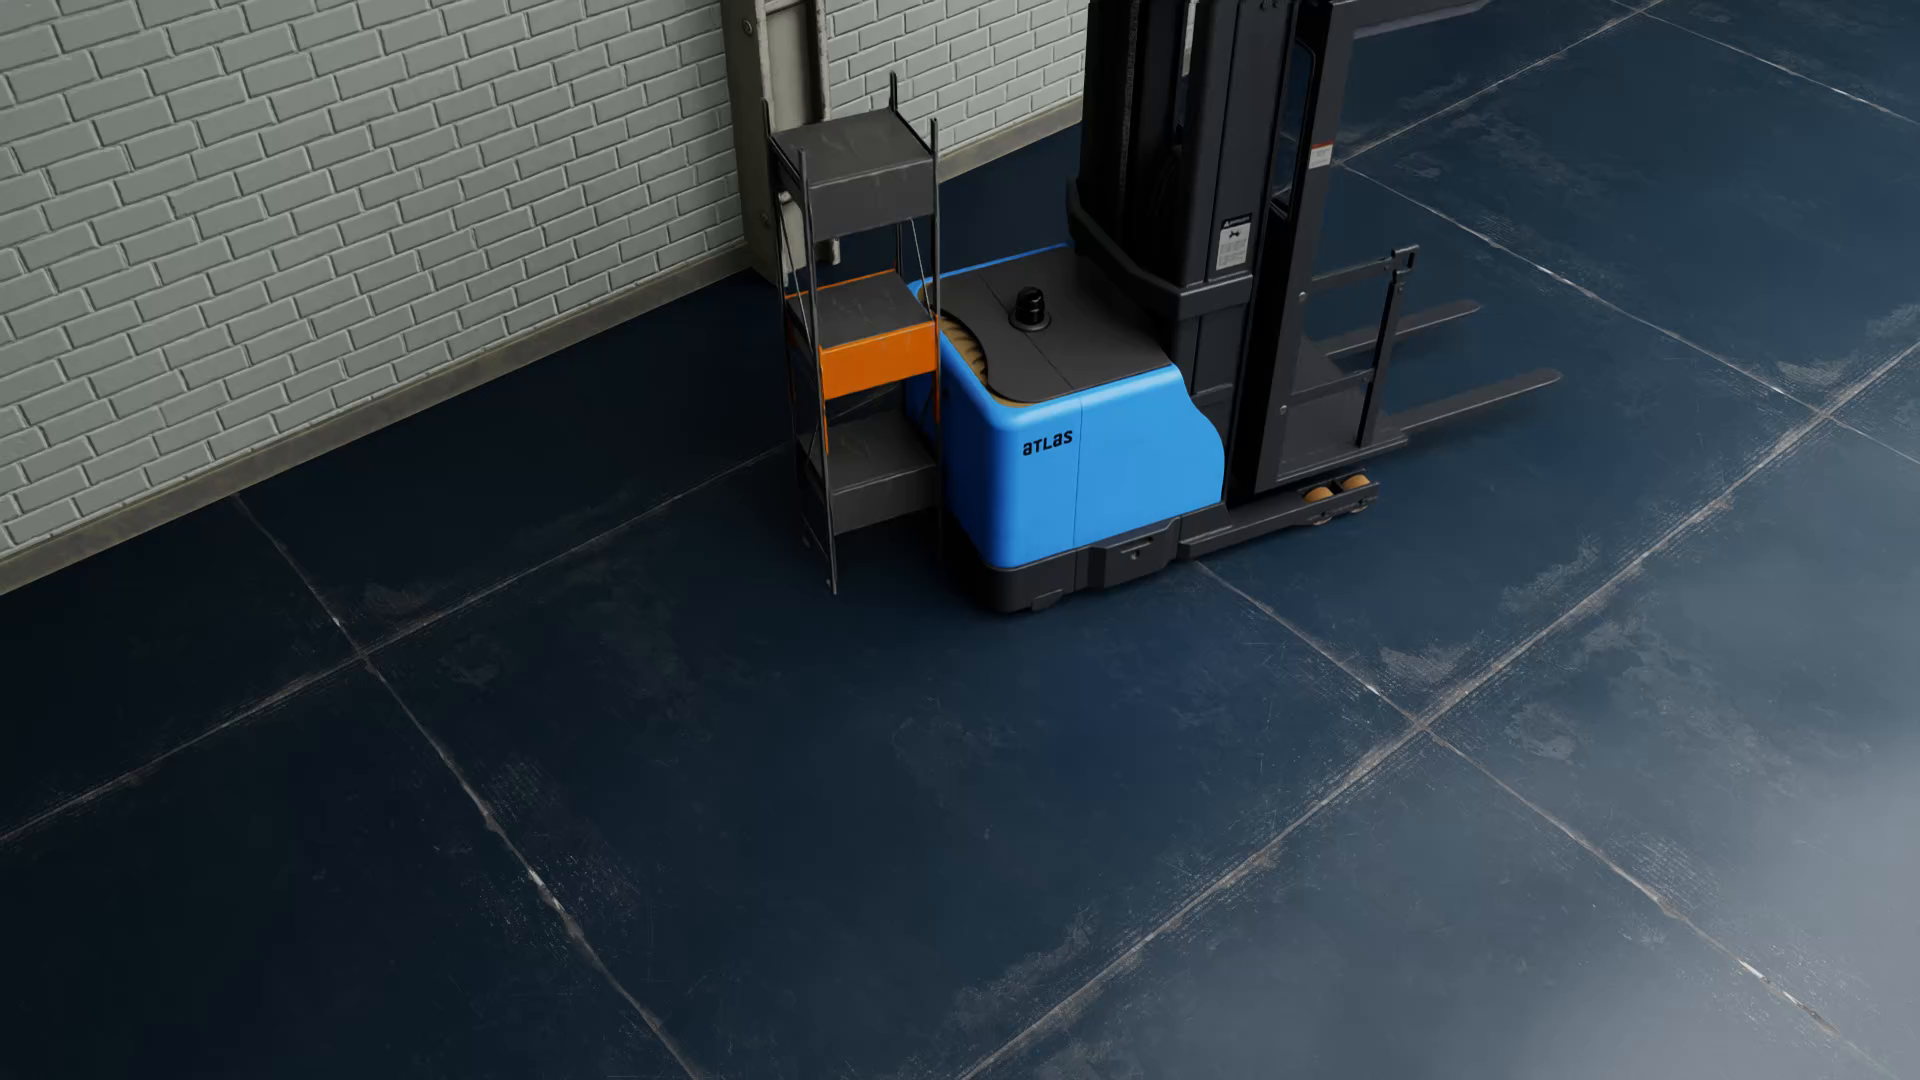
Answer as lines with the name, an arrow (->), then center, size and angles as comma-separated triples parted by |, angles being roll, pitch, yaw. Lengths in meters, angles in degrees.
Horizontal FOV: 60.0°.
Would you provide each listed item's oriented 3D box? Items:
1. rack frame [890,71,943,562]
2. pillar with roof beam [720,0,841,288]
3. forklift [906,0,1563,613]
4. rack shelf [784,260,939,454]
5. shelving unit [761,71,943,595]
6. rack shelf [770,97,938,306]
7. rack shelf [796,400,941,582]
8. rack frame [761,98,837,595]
rack frame -> -0.164, -0.796, 6.564 | 0.015, 2.100, 0.400 | -17, 46, -18
pillar with roof beam -> 1.881, -2.490, 3.328 | 0.400, 9.000, 9.100 | -30, 51, -28
forklift -> 1.291, -1.449, 6.652 | 3.031, 2.935, 1.130 | -17, 46, -18
rack shelf -> -0.386, -0.717, 6.500 | 0.480, 0.518, 0.431 | -17, 46, -18
shelving unit -> -0.386, -0.727, 6.490 | 0.503, 2.100, 0.431 | -17, 46, -18
rack shelf -> -0.386, -1.227, 6.020 | 0.480, 0.518, 0.431 | -17, 46, -18
rack shelf -> -0.386, -0.207, 6.979 | 0.480, 0.518, 0.431 | -17, 46, -18
rack frame -> -0.608, -0.658, 6.417 | 0.015, 2.100, 0.400 | -17, 46, -18
